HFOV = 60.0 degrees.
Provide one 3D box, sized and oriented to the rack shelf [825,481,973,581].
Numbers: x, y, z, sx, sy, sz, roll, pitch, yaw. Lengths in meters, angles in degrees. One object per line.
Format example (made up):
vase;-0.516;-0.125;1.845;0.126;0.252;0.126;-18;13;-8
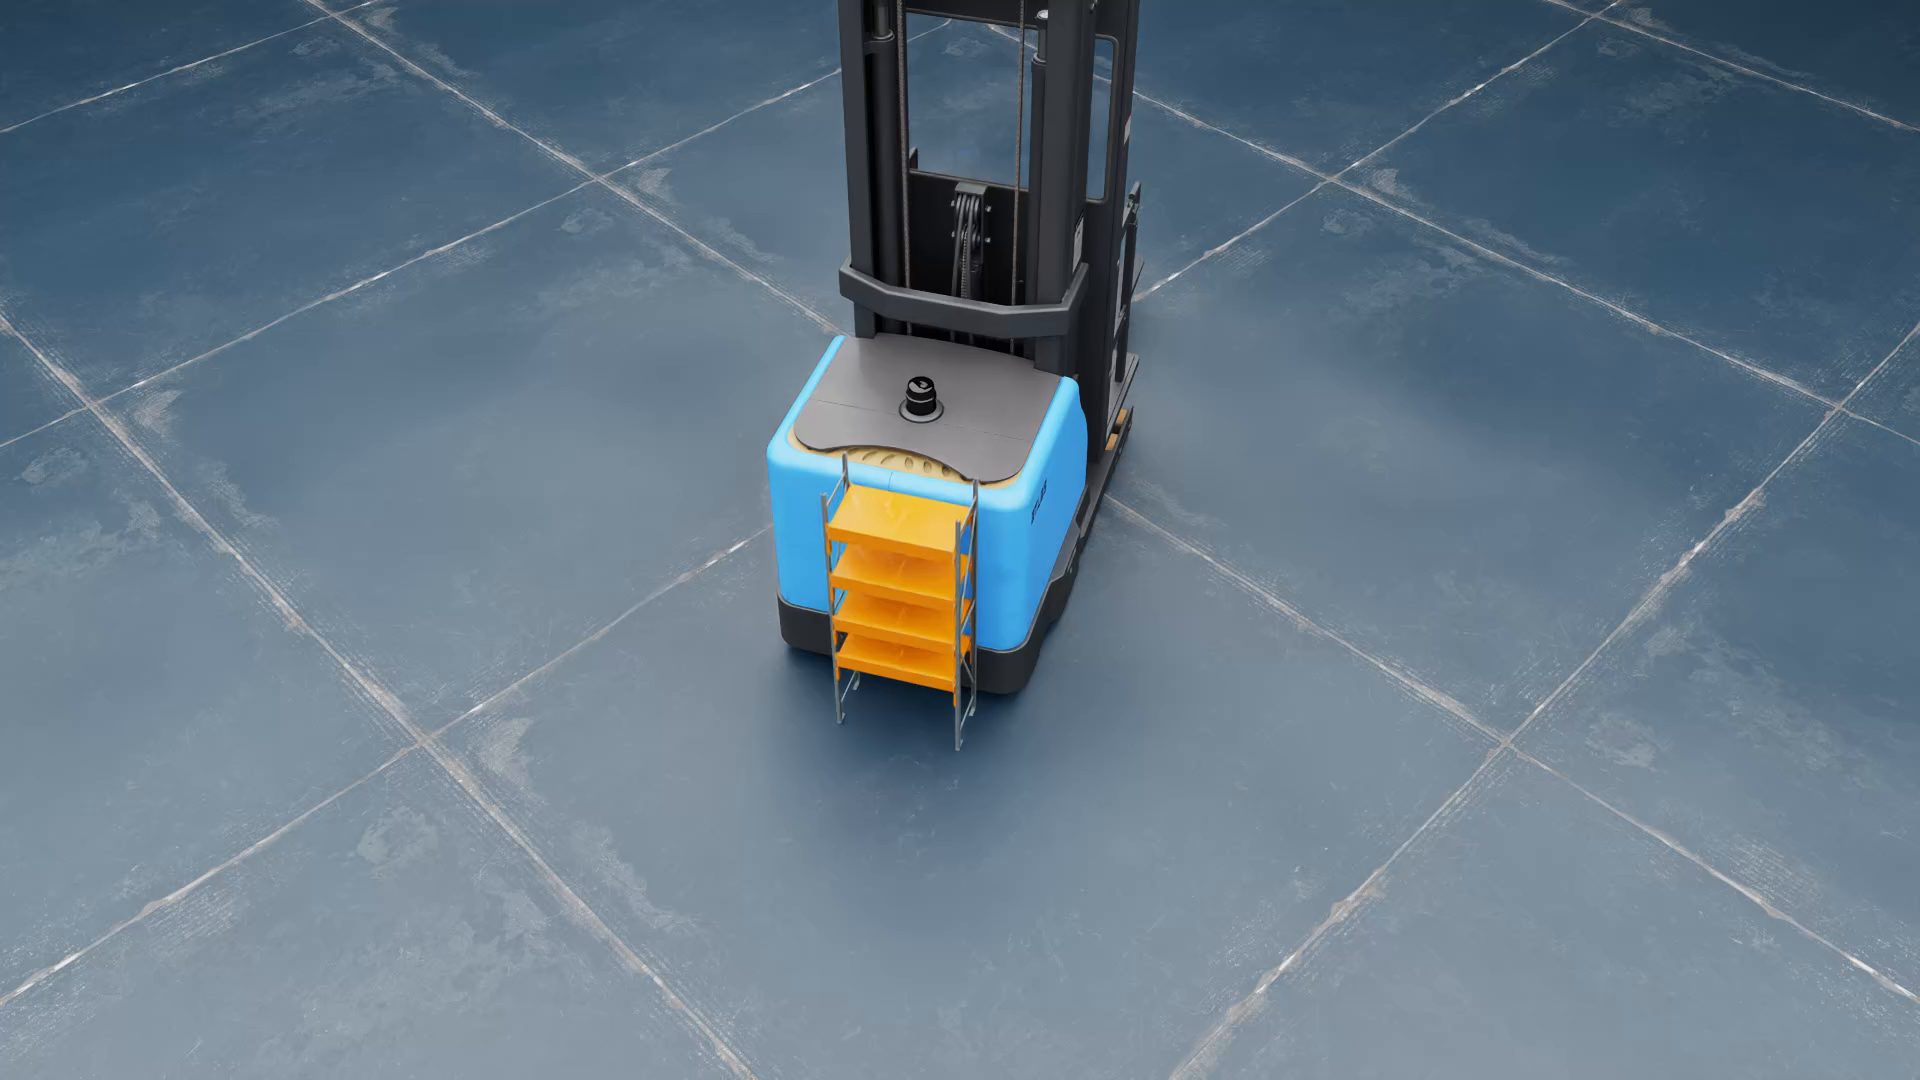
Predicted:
rack shelf;-0.210;-0.035;5.941;0.480;0.148;0.258;11;44;12

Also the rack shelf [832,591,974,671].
rack shelf;-0.210;0.304;6.253;0.480;0.148;0.258;11;44;12

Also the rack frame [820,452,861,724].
rack frame;-0.444;0.207;6.259;0.015;1.200;0.240;11;44;12

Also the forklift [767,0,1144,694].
forklift;0.184;-1.480;6.809;1.130;2.935;3.031;12;44;13

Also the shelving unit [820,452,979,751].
shelving unit;-0.210;0.255;6.207;0.503;1.200;0.258;11;44;12

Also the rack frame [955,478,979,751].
rack frame;0.024;0.302;6.156;0.015;1.200;0.240;11;44;12

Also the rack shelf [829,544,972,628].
rack shelf;-0.210;0.139;6.101;0.480;0.148;0.258;11;44;12

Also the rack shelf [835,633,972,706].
rack shelf;-0.210;0.450;6.387;0.480;0.148;0.258;11;44;12
